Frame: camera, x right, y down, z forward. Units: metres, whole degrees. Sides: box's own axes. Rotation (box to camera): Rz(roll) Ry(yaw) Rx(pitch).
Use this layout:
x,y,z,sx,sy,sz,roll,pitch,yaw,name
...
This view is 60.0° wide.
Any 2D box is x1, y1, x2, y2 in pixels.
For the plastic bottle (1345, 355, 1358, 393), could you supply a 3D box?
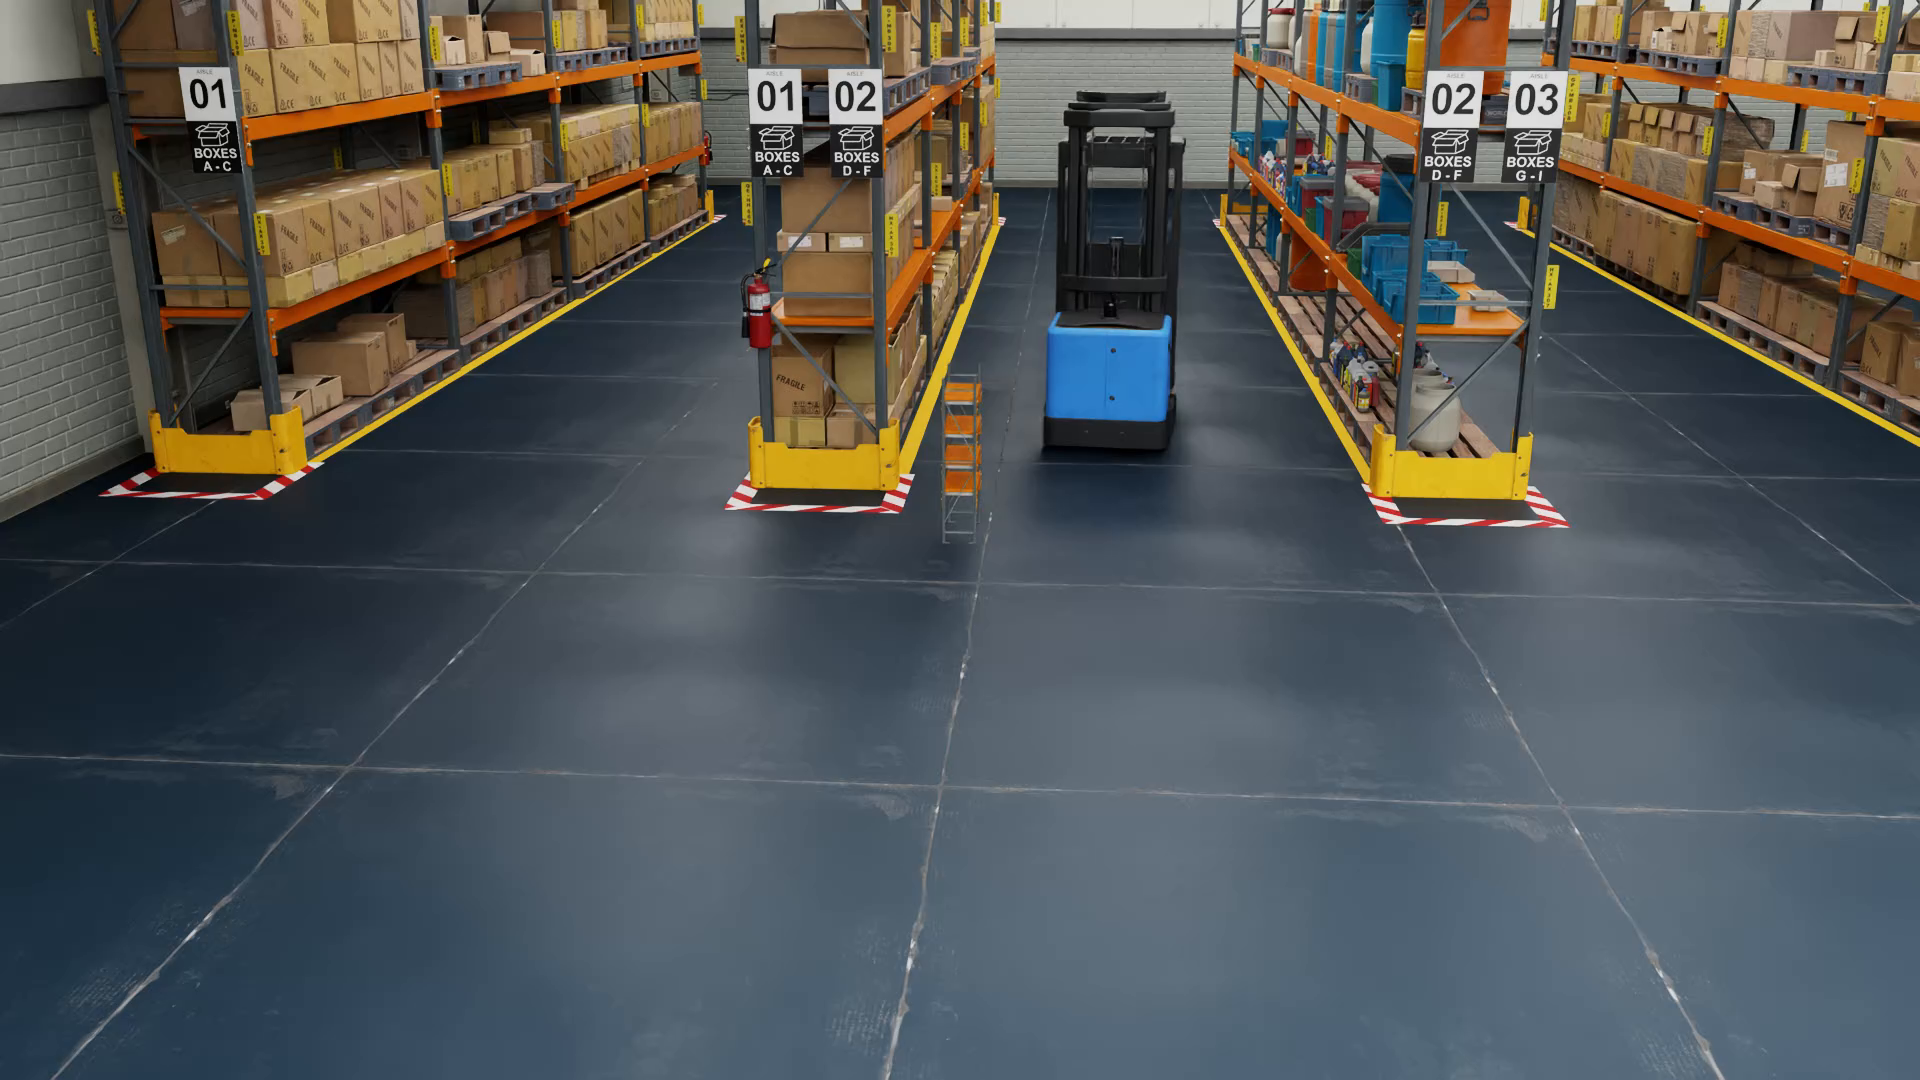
x,y,z,sx,sy,sz,roll,pitch,yaw,name
3.637,-1.536,15.342,0.144,0.351,0.185,1,18,3,plastic bottle

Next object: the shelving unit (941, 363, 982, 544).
x,y,z,sx,sy,sz,roll,pitch,yaw,name
0.012,-0.622,11.893,0.258,1.200,0.503,1,18,4,shelving unit

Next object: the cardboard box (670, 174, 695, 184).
x,y,z,sx,sy,sz,roll,pitch,yaw,name
-4.646,-6.022,27.784,0.380,0.149,0.250,1,18,3,cardboard box

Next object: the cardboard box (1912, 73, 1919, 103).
x,y,z,sx,sy,sz,roll,pitch,yaw,name
8.772,-3.963,14.624,0.500,0.250,0.500,1,18,3,cardboard box

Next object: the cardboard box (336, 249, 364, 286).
x,y,z,sx,sy,sz,roll,pitch,yaw,name
-5.598,-2.399,14.637,0.500,0.250,0.500,1,18,3,cardboard box

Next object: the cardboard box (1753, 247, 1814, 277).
x,y,z,sx,sy,sz,roll,pitch,yaw,name
9.334,-3.154,18.834,0.500,0.250,0.500,3,18,10,cardboard box

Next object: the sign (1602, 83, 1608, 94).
x,y,z,sx,sy,sz,roll,pitch,yaw,name
10.493,-7.281,27.086,0.100,0.325,0.005,1,18,4,sign

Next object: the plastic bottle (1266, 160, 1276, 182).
x,y,z,sx,sy,sz,roll,pitch,yaw,name
4.247,-5.021,22.628,0.152,0.276,0.135,1,18,4,plastic bottle

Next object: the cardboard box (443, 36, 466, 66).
x,y,z,sx,sy,sz,roll,pitch,yaw,name
-5.566,-5.181,17.569,0.500,0.311,0.500,2,18,6,cardboard box

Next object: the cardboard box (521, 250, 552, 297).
x,y,z,sx,sy,sz,roll,pitch,yaw,name
-5.442,-3.278,20.417,0.700,0.500,0.500,2,18,5,cardboard box

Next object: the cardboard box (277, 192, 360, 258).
x,y,z,sx,sy,sz,roll,pitch,yaw,name
-5.593,-2.747,14.492,0.500,0.500,0.500,1,18,2,cardboard box

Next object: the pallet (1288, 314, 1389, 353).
x,y,z,sx,sy,sz,roll,pitch,yaw,name
4.255,-2.318,18.657,1.003,0.211,1.213,1,18,4,pallet

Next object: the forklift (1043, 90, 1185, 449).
x,y,z,sx,sy,sz,roll,pitch,yaw,name
1.441,-2.573,15.070,1.130,2.935,3.031,3,18,8,forklift

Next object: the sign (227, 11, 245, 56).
x,y,z,sx,sy,sz,roll,pitch,yaw,name
-5.474,-3.826,12.560,0.100,0.325,0.005,1,18,4,sign

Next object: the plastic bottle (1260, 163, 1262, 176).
x,y,z,sx,sy,sz,roll,pitch,yaw,name
4.275,-5.226,23.374,0.097,0.201,0.097,0,18,0,plastic bottle

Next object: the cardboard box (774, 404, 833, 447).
x,y,z,sx,sy,sz,roll,pitch,yaw,name
-1.331,-0.953,13.757,0.500,0.250,0.500,1,18,4,cardboard box

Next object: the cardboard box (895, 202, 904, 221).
x,y,z,sx,sy,sz,roll,pitch,yaw,name
-0.702,-2.919,14.813,0.380,0.149,0.250,2,18,6,cardboard box

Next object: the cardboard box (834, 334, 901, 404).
x,y,z,sx,sy,sz,roll,pitch,yaw,name
-0.780,-1.454,14.079,0.500,0.500,0.500,1,18,4,cardboard box

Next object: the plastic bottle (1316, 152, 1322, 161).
x,y,z,sx,sy,sz,roll,pitch,yaw,name
4.987,-5.186,23.013,0.144,0.351,0.185,1,18,4,plastic bottle

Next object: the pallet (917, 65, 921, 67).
x,y,z,sx,sy,sz,roll,pitch,yaw,name
-0.737,-4.739,17.057,0.805,0.209,1.217,1,18,2,pallet

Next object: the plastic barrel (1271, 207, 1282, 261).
x,y,z,sx,sy,sz,roll,pitch,yaw,name
4.619,-4.317,22.975,0.600,0.901,0.708,1,18,4,plastic barrel

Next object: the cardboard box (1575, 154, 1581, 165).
x,y,z,sx,sy,sz,roll,pitch,yaw,name
9.435,-5.694,24.888,0.380,0.149,0.250,2,18,5,cardboard box

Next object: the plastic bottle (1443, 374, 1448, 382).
x,y,z,sx,sy,sz,roll,pitch,yaw,name
4.331,-1.351,14.903,0.097,0.271,0.097,0,18,0,plastic bottle

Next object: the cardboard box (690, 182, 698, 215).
x,y,z,sx,sy,sz,roll,pitch,yaw,name
-4.819,-5.758,28.019,0.700,0.500,0.500,1,18,4,cardboard box

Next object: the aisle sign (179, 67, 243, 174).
x,y,z,sx,sy,sz,roll,pitch,yaw,name
-5.722,-3.203,12.706,0.394,0.787,0.004,1,18,4,aisle sign

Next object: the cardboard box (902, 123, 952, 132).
x,y,z,sx,sy,sz,roll,pitch,yaw,name
-0.457,-5.504,23.069,0.700,0.500,0.500,4,19,13,cardboard box

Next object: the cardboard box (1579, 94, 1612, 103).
x,y,z,sx,sy,sz,roll,pitch,yaw,name
10.180,-6.904,26.733,0.500,0.500,0.500,2,18,5,cardboard box

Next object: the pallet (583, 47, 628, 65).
x,y,z,sx,sy,sz,roll,pitch,yaw,name
-5.172,-6.772,23.264,0.805,0.209,1.217,1,18,2,pallet

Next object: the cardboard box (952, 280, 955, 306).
x,y,z,sx,sy,sz,roll,pitch,yaw,name
-0.329,-2.936,19.807,0.500,0.250,0.500,1,18,3,cardboard box

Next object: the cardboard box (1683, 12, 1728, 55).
x,y,z,sx,sy,sz,roll,pitch,yaw,name
9.326,-6.283,20.629,0.500,0.500,0.500,2,18,7,cardboard box

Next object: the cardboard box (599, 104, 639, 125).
x,y,z,sx,sy,sz,roll,pitch,yaw,name
-4.934,-6.128,23.932,0.500,0.250,0.500,2,18,5,cardboard box

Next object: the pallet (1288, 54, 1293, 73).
x,y,z,sx,sy,sz,roll,pitch,yaw,name
4.592,-5.831,20.388,1.003,0.211,1.213,1,18,4,pallet

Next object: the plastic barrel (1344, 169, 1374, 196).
x,y,z,sx,sy,sz,roll,pitch,yaw,name
4.579,-3.989,19.101,0.421,0.512,0.421,0,18,0,plastic barrel

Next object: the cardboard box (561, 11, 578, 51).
x,y,z,sx,sy,sz,roll,pitch,yaw,name
-5.426,-6.653,21.724,0.700,0.500,0.500,2,18,7,cardboard box

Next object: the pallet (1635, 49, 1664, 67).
x,y,z,sx,sy,sz,roll,pitch,yaw,name
9.650,-6.441,22.252,0.805,0.209,1.217,1,18,2,pallet

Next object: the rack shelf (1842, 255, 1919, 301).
x,y,z,sx,sy,sz,roll,pitch,yaw,name
8.950,-1.944,14.195,1.077,0.370,4.000,1,18,4,rack shelf

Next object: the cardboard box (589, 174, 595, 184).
x,y,z,sx,sy,sz,roll,pitch,yaw,name
-5.123,-4.869,22.336,0.380,0.149,0.250,2,18,5,cardboard box

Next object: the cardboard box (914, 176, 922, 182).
x,y,z,sx,sy,sz,roll,pitch,yaw,name
-0.643,-3.735,18.343,0.500,0.500,0.500,1,18,4,cardboard box

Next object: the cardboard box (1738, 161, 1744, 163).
x,y,z,sx,sy,sz,roll,pitch,yaw,name
9.686,-4.342,20.197,0.500,0.500,0.500,2,18,6,cardboard box

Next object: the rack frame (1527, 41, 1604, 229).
x,y,z,sx,sy,sz,roll,pitch,yaw,name
9.953,-6.634,27.353,1.000,3.000,0.127,1,18,4,rack frame

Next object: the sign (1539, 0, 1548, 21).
x,y,z,sx,sy,sz,roll,pitch,yaw,name
9.400,-8.527,26.781,0.100,0.325,0.005,1,18,4,sign

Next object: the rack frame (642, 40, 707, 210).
x,y,z,sx,sy,sz,roll,pitch,yaw,name
-4.869,-6.966,28.365,1.000,3.000,0.127,1,18,4,rack frame

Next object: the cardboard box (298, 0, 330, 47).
x,y,z,sx,sy,sz,roll,pitch,yaw,name
-5.634,-4.383,13.865,0.500,0.500,0.500,2,18,5,cardboard box

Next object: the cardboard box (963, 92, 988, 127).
x,y,z,sx,sy,sz,roll,pitch,yaw,name
0.174,-6.597,25.472,0.500,0.500,0.500,1,18,2,cardboard box

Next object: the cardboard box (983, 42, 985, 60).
x,y,z,sx,sy,sz,roll,pitch,yaw,name
0.107,-7.269,24.714,0.500,0.250,0.500,1,18,4,cardboard box

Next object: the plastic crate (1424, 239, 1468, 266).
x,y,z,sx,sy,sz,roll,pitch,yaw,name
4.344,-2.598,15.272,0.499,0.251,0.616,1,18,4,plastic crate

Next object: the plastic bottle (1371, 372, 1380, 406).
x,y,z,sx,sy,sz,roll,pitch,yaw,name
3.712,-1.350,14.880,0.061,0.283,0.133,1,18,4,plastic bottle

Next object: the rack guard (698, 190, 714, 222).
x,y,z,sx,sy,sz,roll,pitch,yaw,name
-4.867,-5.786,28.777,1.175,0.500,0.348,1,18,4,rack guard

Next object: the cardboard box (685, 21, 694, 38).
x,y,z,sx,sy,sz,roll,pitch,yaw,name
-4.656,-8.334,27.128,0.500,0.250,0.500,2,18,6,cardboard box

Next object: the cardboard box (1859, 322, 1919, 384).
x,y,z,sx,sy,sz,roll,pitch,yaw,name
9.024,-1.796,15.926,0.500,0.500,0.500,1,18,2,cardboard box

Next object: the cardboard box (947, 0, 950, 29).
x,y,z,sx,sy,sz,roll,pitch,yaw,name
-0.390,-6.772,21.190,0.500,0.500,0.500,1,18,4,cardboard box

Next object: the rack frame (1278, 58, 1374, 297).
x,y,z,sx,sy,sz,roll,pitch,yaw,name
4.439,-4.260,20.108,1.000,3.000,0.127,1,18,4,rack frame

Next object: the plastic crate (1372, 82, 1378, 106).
x,y,z,sx,sy,sz,roll,pitch,yaw,name
3.768,-3.859,14.405,0.336,0.188,0.450,1,18,4,plastic crate

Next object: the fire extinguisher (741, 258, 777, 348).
x,y,z,sx,sy,sz,roll,pitch,yaw,name
-1.546,-1.824,12.798,0.296,0.674,0.183,1,18,4,fire extinguisher

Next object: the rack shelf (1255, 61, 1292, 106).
x,y,z,sx,sy,sz,roll,pitch,yaw,name
4.583,-5.965,21.648,1.077,0.370,4.000,1,18,4,rack shelf

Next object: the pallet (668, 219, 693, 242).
x,y,z,sx,sy,sz,roll,pitch,yaw,name
-4.938,-5.013,26.883,1.003,0.211,1.213,1,18,4,pallet
